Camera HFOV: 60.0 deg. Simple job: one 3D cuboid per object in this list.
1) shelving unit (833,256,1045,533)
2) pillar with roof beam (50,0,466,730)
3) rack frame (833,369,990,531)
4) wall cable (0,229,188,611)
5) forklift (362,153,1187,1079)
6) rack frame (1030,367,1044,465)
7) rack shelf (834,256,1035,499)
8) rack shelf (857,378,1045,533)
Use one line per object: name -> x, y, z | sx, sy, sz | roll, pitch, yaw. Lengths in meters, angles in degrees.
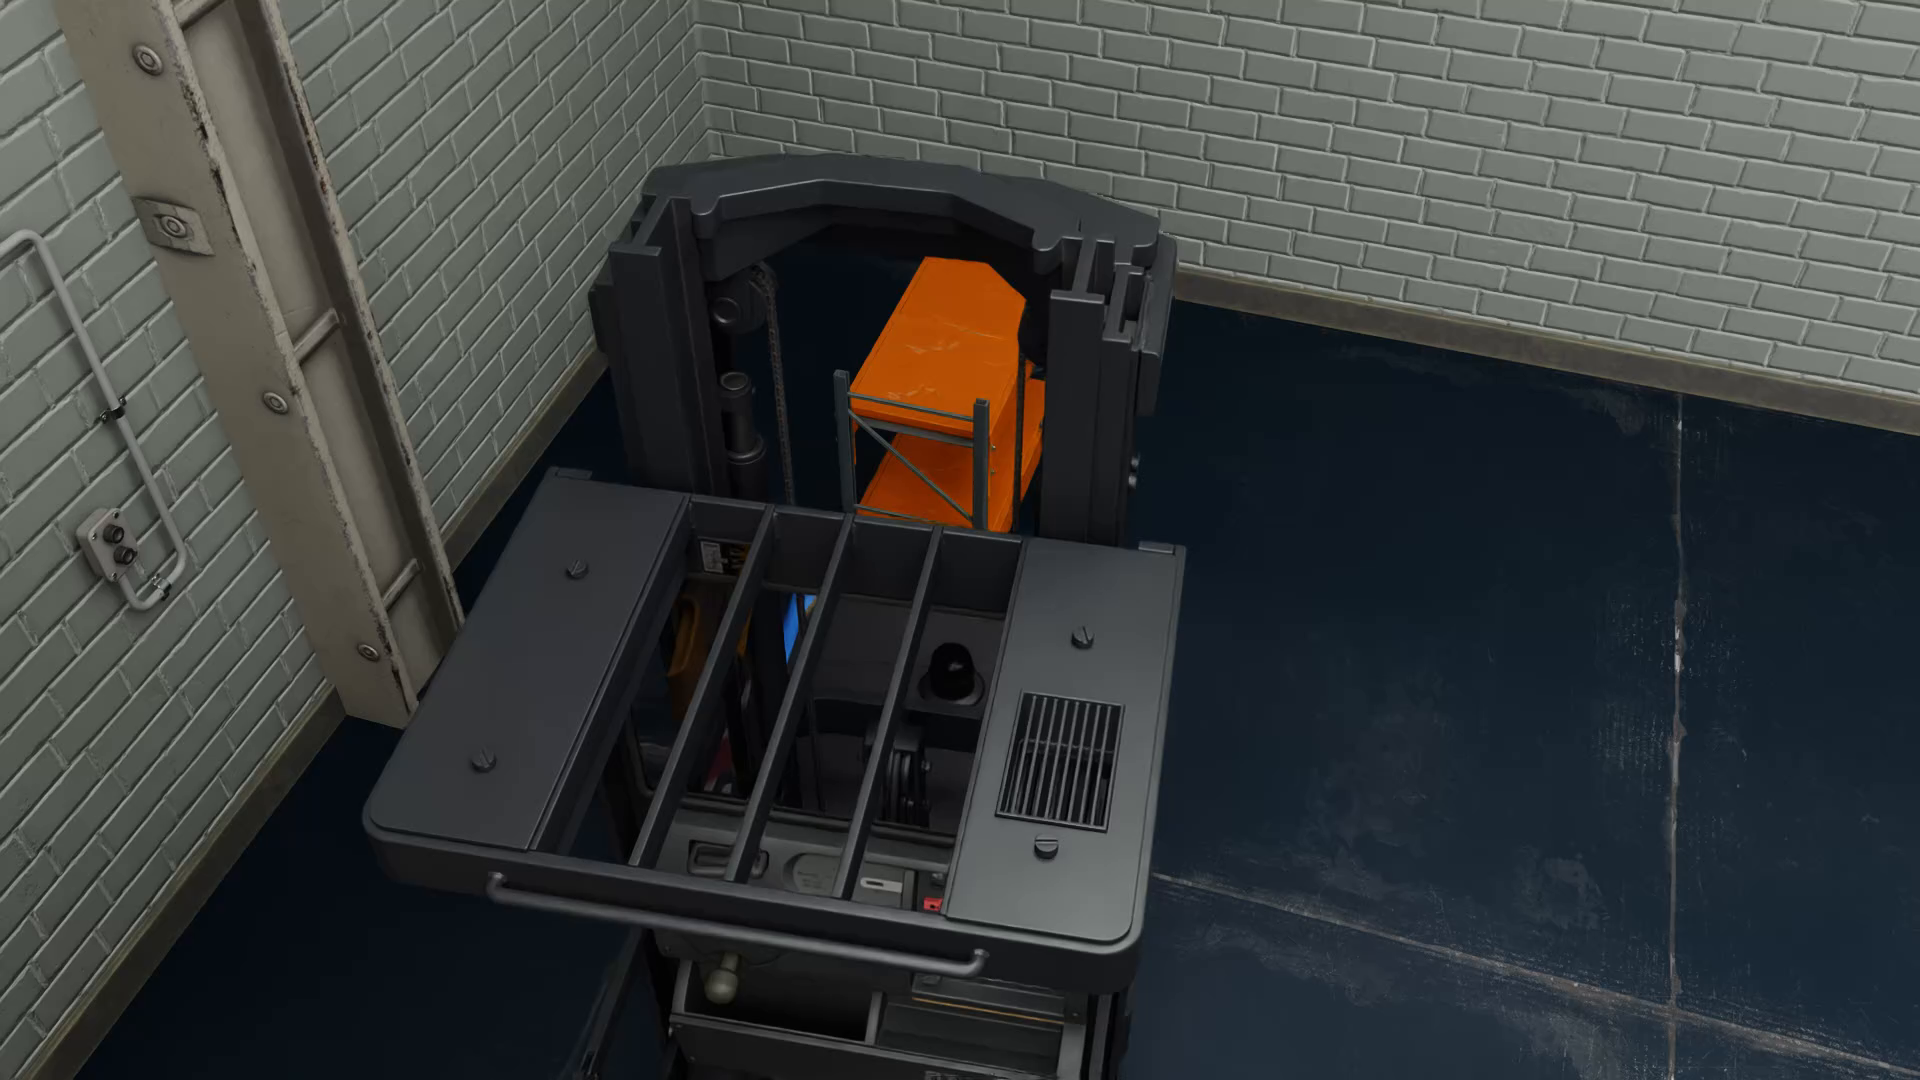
shelving unit -> 0.002, -0.407, 5.861 | 0.538, 1.125, 1.048 | 13, 46, 13
pillar with roof beam -> 2.193, -1.821, 1.677 | 9.100, 9.000, 0.400 | 13, 46, 13
rack frame -> -0.152, -0.068, 5.515 | 0.500, 1.125, 0.032 | 13, 46, 13
wall cable -> -2.417, -0.022, 3.402 | 0.084, 1.984, 1.851 | 13, 46, 13
forklift -> -0.221, 0.886, 3.249 | 1.130, 2.935, 3.031 | 7, 45, 7
rack frame -> 0.156, -0.745, 6.207 | 0.500, 1.125, 0.032 | 13, 46, 13
rack shelf -> 0.002, -0.616, 5.656 | 0.538, 0.278, 1.000 | 13, 46, 13
rack shelf -> 0.002, -0.232, 6.032 | 0.538, 0.278, 1.000 | 13, 46, 13
